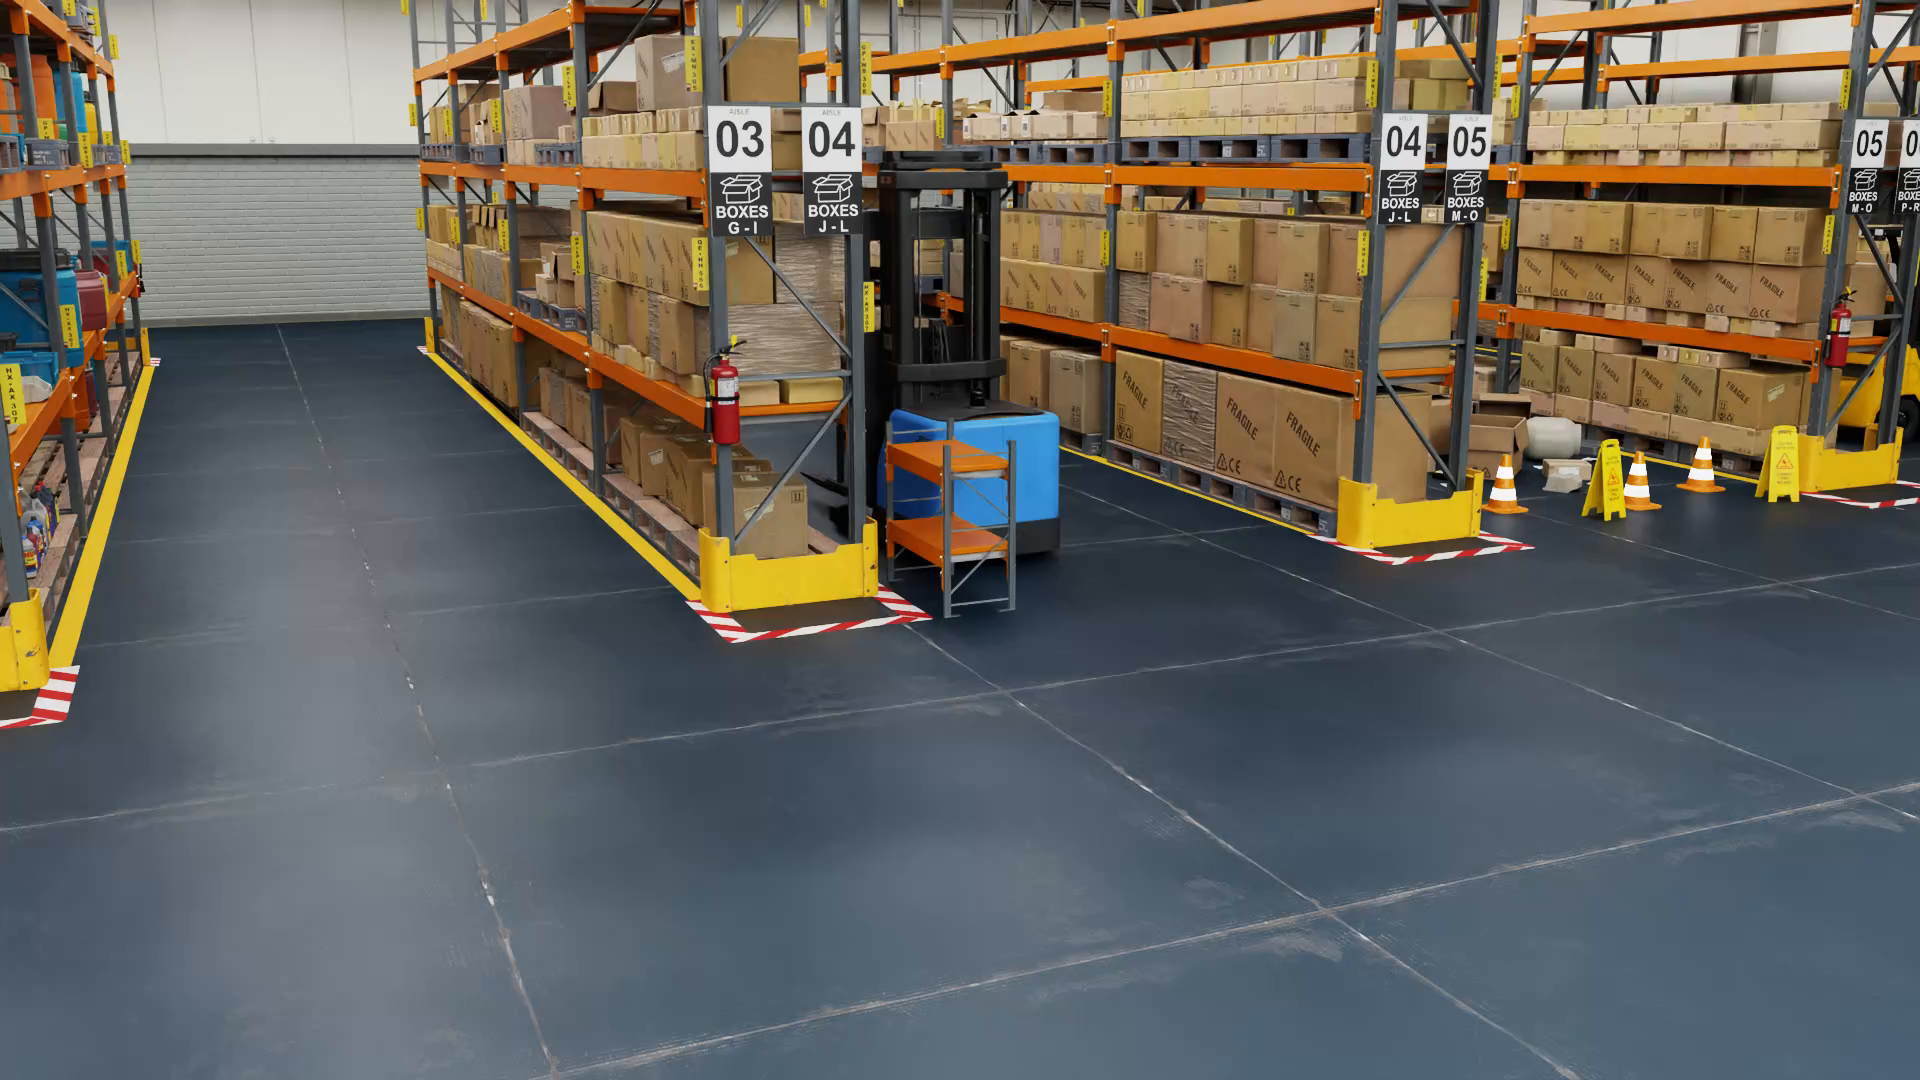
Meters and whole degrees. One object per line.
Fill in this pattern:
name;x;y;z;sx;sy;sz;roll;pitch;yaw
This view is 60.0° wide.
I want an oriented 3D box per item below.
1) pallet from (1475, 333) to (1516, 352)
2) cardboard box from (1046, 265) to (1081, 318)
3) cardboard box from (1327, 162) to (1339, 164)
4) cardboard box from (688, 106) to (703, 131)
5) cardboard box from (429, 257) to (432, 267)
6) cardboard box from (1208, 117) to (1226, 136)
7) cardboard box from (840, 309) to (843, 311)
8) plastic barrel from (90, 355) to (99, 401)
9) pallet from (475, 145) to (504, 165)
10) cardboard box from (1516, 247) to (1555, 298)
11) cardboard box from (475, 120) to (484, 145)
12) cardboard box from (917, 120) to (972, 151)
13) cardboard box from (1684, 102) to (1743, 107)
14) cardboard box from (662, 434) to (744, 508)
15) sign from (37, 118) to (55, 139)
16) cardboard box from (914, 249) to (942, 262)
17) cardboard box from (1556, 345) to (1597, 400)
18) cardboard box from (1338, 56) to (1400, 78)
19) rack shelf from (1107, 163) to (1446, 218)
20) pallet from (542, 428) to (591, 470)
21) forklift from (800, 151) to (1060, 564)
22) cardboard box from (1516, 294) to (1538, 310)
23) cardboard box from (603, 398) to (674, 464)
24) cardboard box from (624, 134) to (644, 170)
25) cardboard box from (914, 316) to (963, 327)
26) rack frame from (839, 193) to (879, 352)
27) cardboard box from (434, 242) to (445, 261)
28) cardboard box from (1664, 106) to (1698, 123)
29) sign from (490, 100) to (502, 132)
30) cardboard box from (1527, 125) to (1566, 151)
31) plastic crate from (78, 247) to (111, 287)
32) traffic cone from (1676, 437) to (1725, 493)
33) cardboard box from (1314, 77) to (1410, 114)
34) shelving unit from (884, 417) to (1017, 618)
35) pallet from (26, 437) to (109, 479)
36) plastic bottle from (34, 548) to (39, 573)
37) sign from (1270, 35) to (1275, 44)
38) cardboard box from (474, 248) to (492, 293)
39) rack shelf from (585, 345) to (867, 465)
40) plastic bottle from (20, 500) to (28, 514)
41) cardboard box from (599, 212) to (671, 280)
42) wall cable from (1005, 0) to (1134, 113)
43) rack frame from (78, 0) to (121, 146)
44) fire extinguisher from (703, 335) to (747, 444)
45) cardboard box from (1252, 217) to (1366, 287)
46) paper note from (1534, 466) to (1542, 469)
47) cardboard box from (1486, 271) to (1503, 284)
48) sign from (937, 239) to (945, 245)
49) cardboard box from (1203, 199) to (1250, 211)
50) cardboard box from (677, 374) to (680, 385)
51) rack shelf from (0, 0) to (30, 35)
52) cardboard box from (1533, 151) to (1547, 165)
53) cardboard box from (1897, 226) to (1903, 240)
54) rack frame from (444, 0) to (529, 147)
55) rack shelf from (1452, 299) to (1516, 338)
pallet;8.566;-3.102;25.806;1.003;0.211;1.213;-6;14;-23
cardboard box;1.219;-2.545;16.991;0.500;0.500;0.500;-6;14;-24
cardboard box;4.841;-4.865;20.884;0.396;0.266;0.258;-6;14;-23
cardboard box;-1.505;-2.666;10.533;0.380;0.149;0.250;-6;14;-23
cardboard box;-7.573;-4.082;24.410;0.380;0.149;0.250;-6;14;-24
cardboard box;2.319;-3.480;14.005;0.380;0.149;0.250;-5;14;-22
cardboard box;-1.632;-3.378;24.885;0.380;0.149;0.250;-5;14;-22
plastic barrel;-9.967;-2.008;18.617;0.600;0.901;0.708;-6;14;-23
pallet;-4.618;-4.205;18.152;1.213;0.211;1.003;-5;14;-20
cardboard box;6.291;-2.853;17.665;0.500;0.500;0.500;-6;14;-23
cardboard box;-5.557;-4.921;20.095;0.500;0.311;0.500;-6;14;-25
cardboard box;-0.188;-4.739;19.821;0.500;0.500;0.500;-6;14;-23
cardboard box;9.789;-5.433;21.664;0.500;0.500;0.500;-5;14;-22
cardboard box;-2.029;-0.543;13.174;0.500;0.500;0.500;-7;15;-28
sign;-6.739;-2.947;12.277;0.100;0.325;0.005;-6;14;-23
cardboard box;-0.342;-3.422;19.971;0.380;0.149;0.250;-5;14;-22
cardboard box;6.585;-1.750;17.284;0.500;0.500;0.500;-5;14;-21
cardboard box;3.032;-3.501;12.328;0.380;0.149;0.250;-5;14;-22
rack shelf;2.677;-3.006;14.147;1.077;0.370;4.000;-6;14;-23
pallet;-3.515;-0.935;16.443;1.003;0.211;1.213;-6;14;-23
forklift;-0.392;-1.540;13.023;1.130;2.935;3.031;-7;15;-27
cardboard box;6.203;-2.559;17.833;0.380;0.149;0.250;-6;14;-23
cardboard box;-2.936;-1.006;15.133;0.700;0.500;0.500;-7;15;-27
cardboard box;-2.140;-2.832;12.135;0.500;0.250;0.500;-6;14;-24
cardboard box;-0.241;-2.604;20.418;0.500;0.250;0.500;-6;14;-24
rack frame;-1.329;-3.961;23.331;1.000;3.000;0.127;-6;14;-23
cardboard box;-7.159;-4.097;23.594;0.500;0.250;0.500;-6;14;-25
cardboard box;6.922;-4.034;15.783;0.380;0.149;0.250;-5;14;-22
sign;-4.824;-4.411;17.300;0.100;0.325;0.005;-6;14;-23
cardboard box;6.296;-4.193;17.357;0.500;0.250;0.500;-6;14;-24
plastic crate;-10.580;-3.354;20.433;0.402;0.464;0.583;-6;14;-23
traffic cone;6.619;-0.686;14.807;0.336;0.463;0.334;-6;14;-23
cardboard box;3.026;-3.344;12.533;0.500;0.250;0.500;-5;14;-22
shelving unit;-0.075;-0.176;11.134;0.538;1.125;1.048;-6;14;-23
pallet;-8.575;-0.738;15.589;1.003;0.211;1.213;-6;14;-23
plastic bottle;-6.128;0.118;10.939;0.097;0.201;0.097;0;13;0
sign;5.613;-9.072;29.861;0.100;0.325;0.005;-6;14;-23
cardboard box;-5.557;-3.257;20.070;0.500;0.500;0.500;-6;14;-24
rack shelf;-1.908;-1.117;12.640;1.077;0.370;4.000;-6;14;-23
plastic bottle;-6.775;-0.156;11.954;0.152;0.276;0.135;-6;14;-23
cardboard box;-2.561;-2.342;13.240;0.500;0.500;0.500;-6;14;-23
wall cable;2.285;-9.657;34.555;2.988;3.039;0.133;-6;14;-23
rack frame;-12.055;-6.835;22.446;1.000;3.000;0.127;-6;14;-23
fire extinguisher;-1.484;-0.951;10.500;0.296;0.674;0.183;-6;14;-23
cardboard box;2.960;-2.394;13.834;0.875;0.550;0.550;-6;14;-23
paper note;5.567;-0.702;15.861;0.148;0.019;0.142;-1;13;-4
cardboard box;5.912;-2.939;18.544;0.380;0.149;0.250;-5;14;-22
sign;-0.220;-3.609;19.418;0.100;0.325;0.005;-6;14;-23
cardboard box;3.719;-4.535;23.373;0.500;0.500;0.500;-6;14;-24
cardboard box;-1.806;-1.179;11.870;0.380;0.149;0.250;-6;14;-23
rack shelf;-6.447;-3.398;10.075;1.077;0.370;4.000;-6;14;-23
cardboard box;6.270;-4.027;17.524;0.380;0.149;0.250;-6;14;-24
cardboard box;11.071;-3.544;19.211;0.380;0.149;0.250;-6;14;-24
rack frame;-5.914;-6.456;20.809;1.000;3.000;0.127;-6;14;-23
rack shelf;5.569;-2.839;20.078;1.077;0.370;4.000;-6;14;-23
